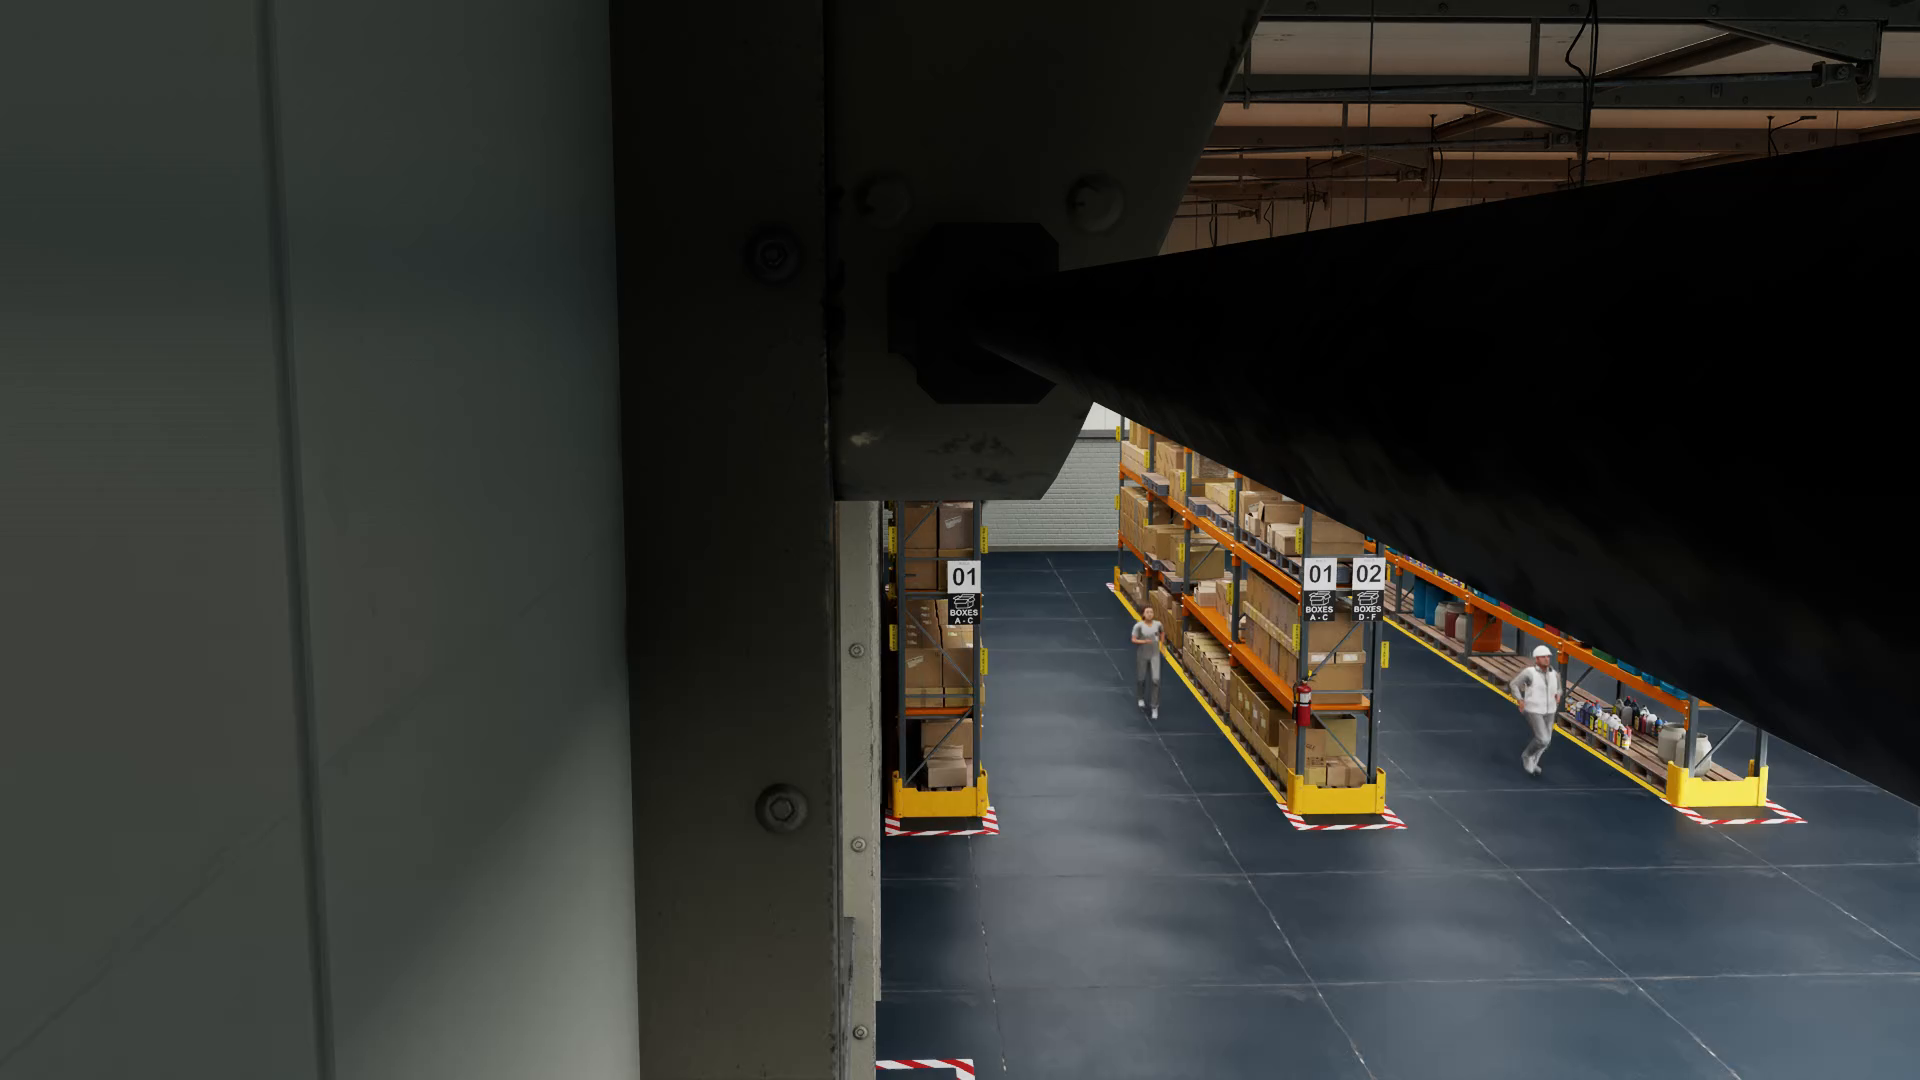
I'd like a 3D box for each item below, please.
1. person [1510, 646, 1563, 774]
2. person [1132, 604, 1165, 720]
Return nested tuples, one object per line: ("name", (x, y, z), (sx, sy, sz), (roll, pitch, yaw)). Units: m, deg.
("person", (7.746, 2.279, 22.160), (0.639, 1.736, 0.642), (-2, 9, -15))
("person", (2.891, 1.827, 25.532), (0.543, 1.711, 0.844), (0, 8, -1))
